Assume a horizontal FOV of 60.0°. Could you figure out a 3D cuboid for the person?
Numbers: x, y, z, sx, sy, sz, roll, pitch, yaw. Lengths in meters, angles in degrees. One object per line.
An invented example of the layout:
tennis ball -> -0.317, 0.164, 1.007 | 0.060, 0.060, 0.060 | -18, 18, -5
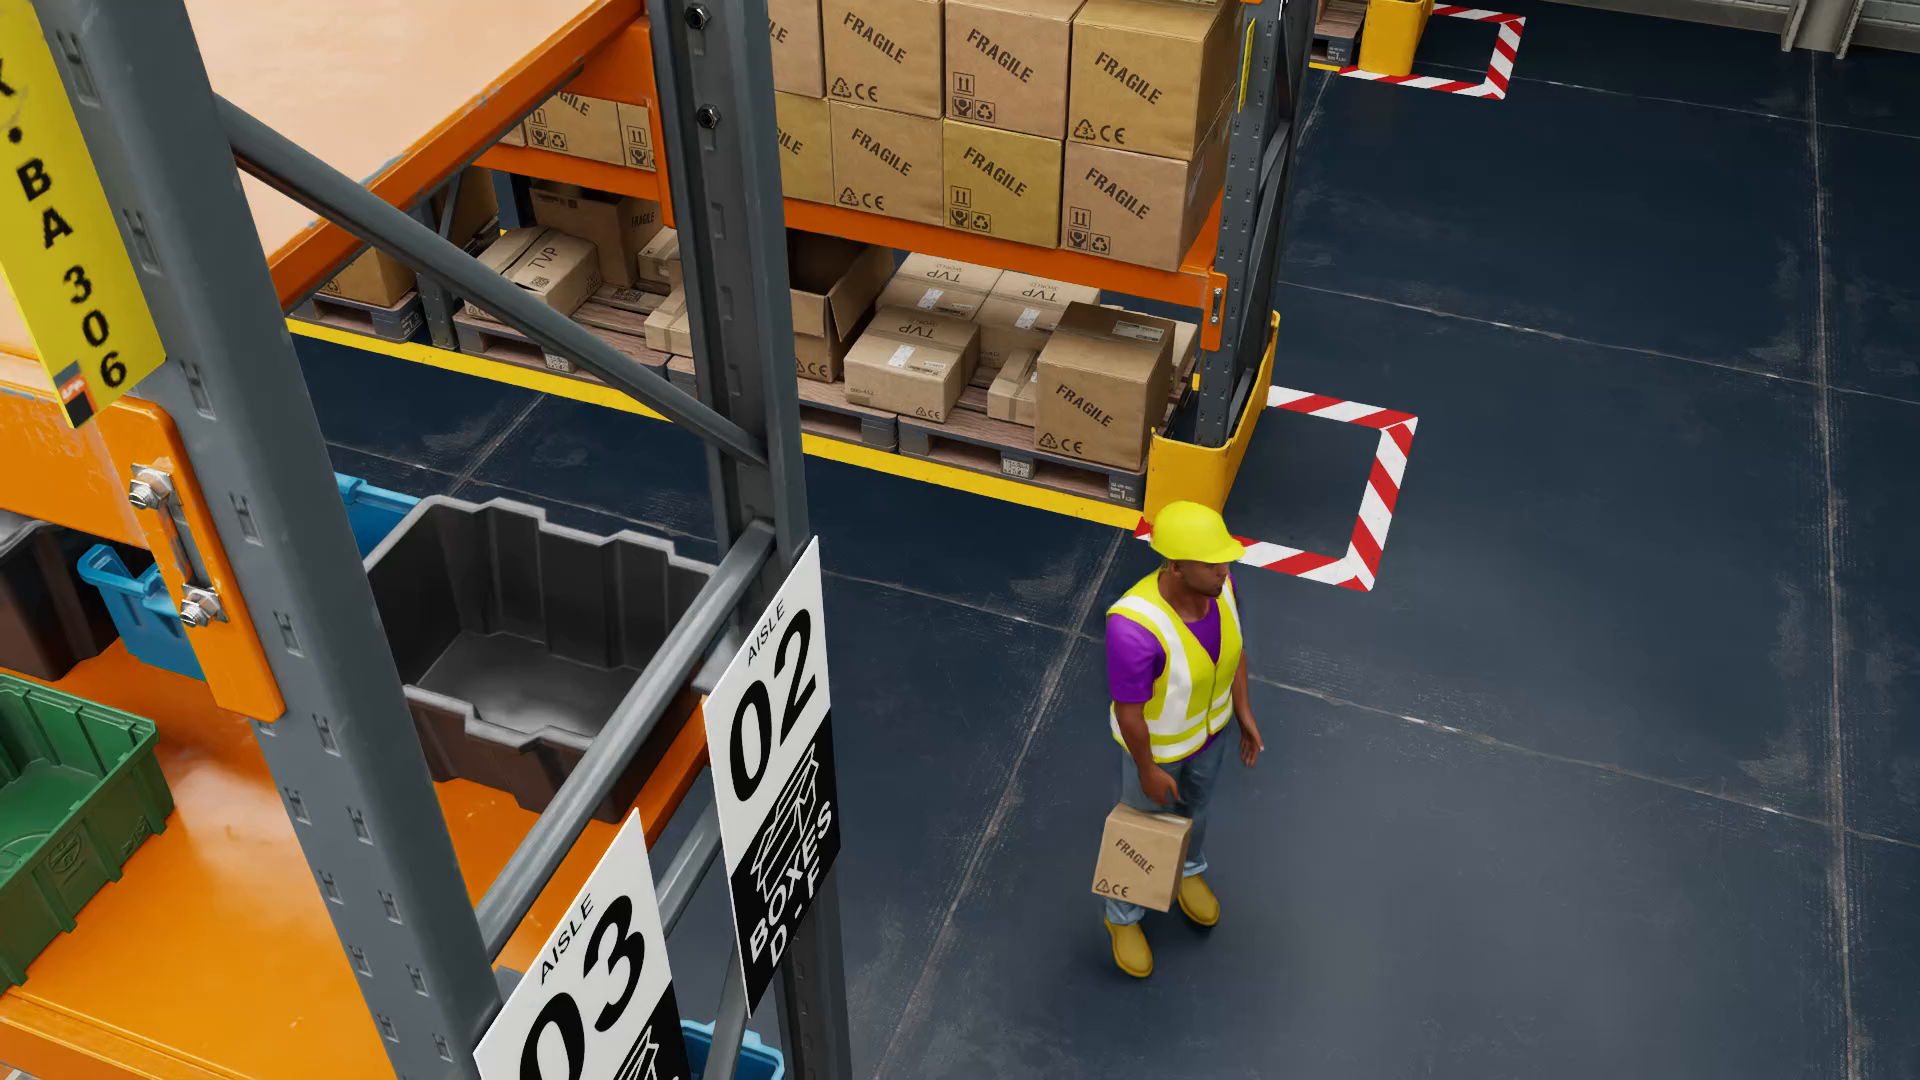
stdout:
person -> -6.840, -0.414, 6.581 | 9.033, 1.776, 13.367 | -33, 51, -32
